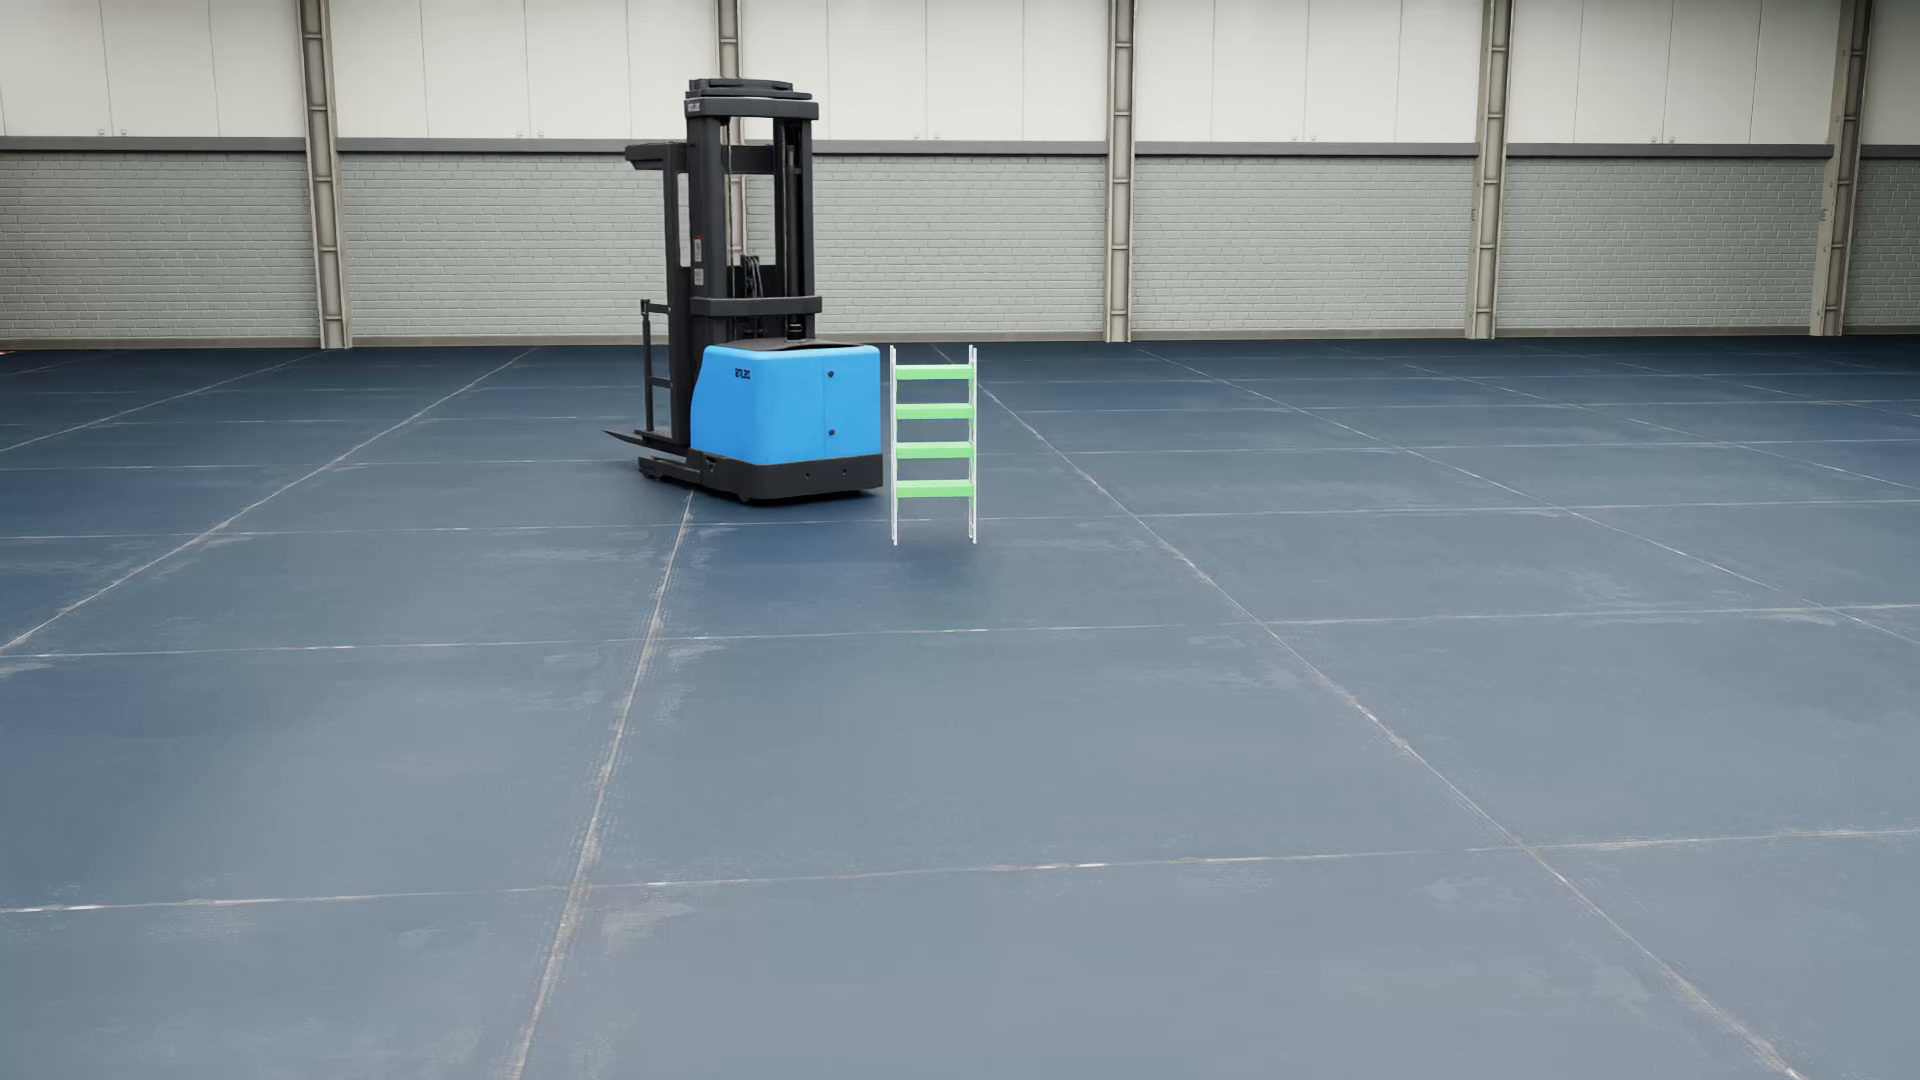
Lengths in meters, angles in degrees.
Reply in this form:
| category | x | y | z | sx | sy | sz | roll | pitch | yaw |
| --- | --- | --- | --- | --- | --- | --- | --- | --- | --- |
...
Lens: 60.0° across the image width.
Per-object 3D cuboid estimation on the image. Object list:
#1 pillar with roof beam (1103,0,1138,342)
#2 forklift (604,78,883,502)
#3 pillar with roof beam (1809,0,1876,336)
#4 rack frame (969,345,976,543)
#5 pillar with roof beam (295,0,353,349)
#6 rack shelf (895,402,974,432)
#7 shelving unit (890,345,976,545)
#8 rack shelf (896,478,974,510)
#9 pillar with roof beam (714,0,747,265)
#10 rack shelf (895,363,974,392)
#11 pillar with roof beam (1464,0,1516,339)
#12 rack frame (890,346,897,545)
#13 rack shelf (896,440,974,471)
| category | x | y | z | sx | sy | sz | roll | pitch | yaw |
| --- | --- | --- | --- | --- | --- | --- | --- | --- | --- |
| pillar with roof beam | 2.960 | -6.753 | 21.389 | 0.400 | 9.000 | 9.100 | -1 | 11 | -6 |
| forklift | -1.818 | -1.934 | 12.606 | 1.130 | 2.935 | 3.031 | -8 | 14 | -35 |
| pillar with roof beam | 14.890 | -7.003 | 22.660 | 0.400 | 9.000 | 9.100 | -1 | 11 | -6 |
| rack frame | 0.078 | -0.590 | 10.261 | 0.015 | 1.200 | 0.240 | -1 | 11 | -6 |
| pillar with roof beam | -8.970 | -6.503 | 20.117 | 0.400 | 9.000 | 9.100 | -1 | 11 | -6 |
| rack shelf | -0.165 | -0.758 | 10.201 | 0.480 | 0.148 | 0.258 | -1 | 11 | -6 |
| shelving unit | -0.165 | -0.585 | 10.235 | 0.503 | 1.200 | 0.258 | -1 | 11 | -6 |
| rack shelf | -0.165 | -0.287 | 10.293 | 0.480 | 0.148 | 0.258 | -1 | 11 | -6 |
| pillar with roof beam | -3.005 | -6.628 | 20.753 | 0.400 | 9.000 | 9.100 | -1 | 11 | -6 |
| rack shelf | -0.165 | -0.994 | 10.154 | 0.480 | 0.148 | 0.258 | -1 | 11 | -6 |
| pillar with roof beam | 8.925 | -6.878 | 22.024 | 0.400 | 9.000 | 9.100 | -1 | 11 | -6 |
| rack frame | -0.407 | -0.580 | 10.209 | 0.015 | 1.200 | 0.240 | -1 | 11 | -6 |
| rack shelf | -0.165 | -0.523 | 10.247 | 0.480 | 0.148 | 0.258 | -1 | 11 | -6 |
